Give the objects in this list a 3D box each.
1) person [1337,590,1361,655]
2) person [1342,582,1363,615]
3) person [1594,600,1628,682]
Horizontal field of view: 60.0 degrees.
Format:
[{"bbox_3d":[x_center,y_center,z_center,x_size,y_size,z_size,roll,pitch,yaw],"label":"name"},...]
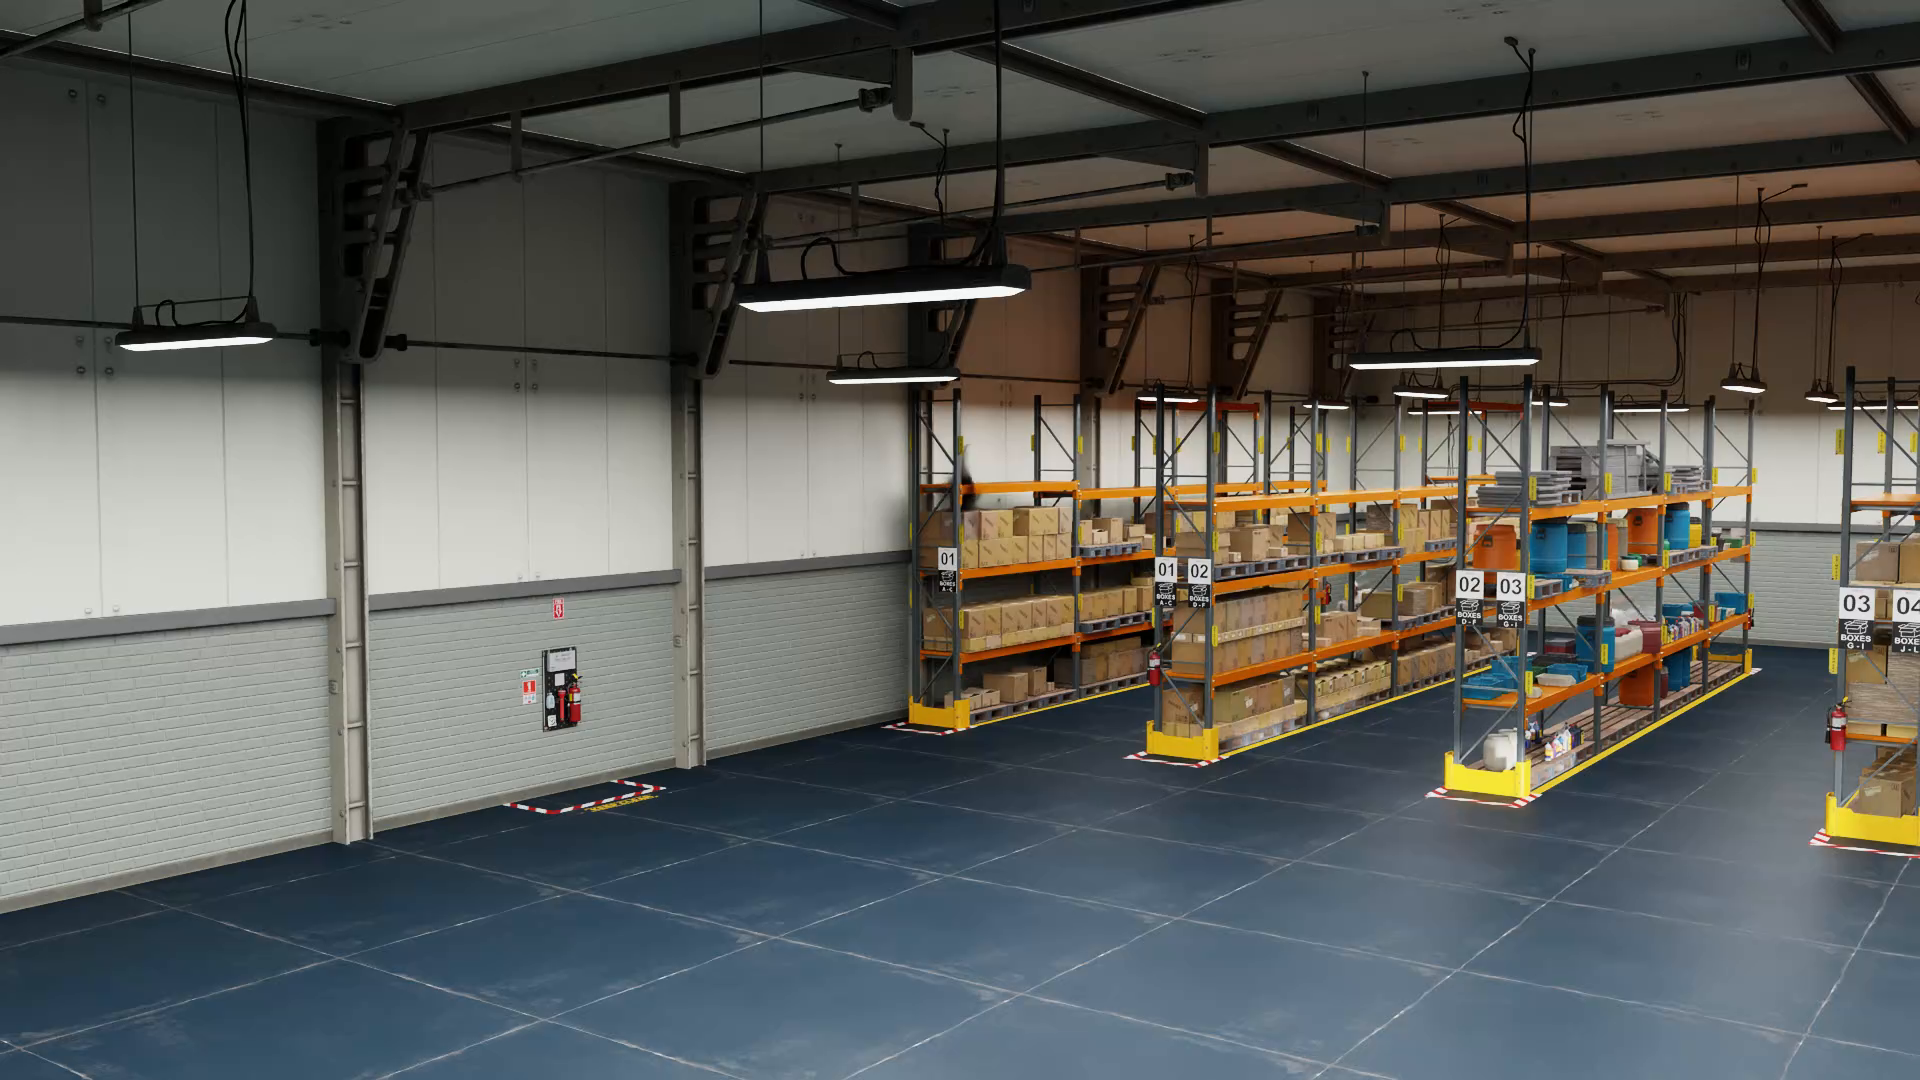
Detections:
[{"bbox_3d":[9.173,1.957,39.097,0.569,1.641,0.954,2,4,27],"label":"person"},{"bbox_3d":[9.581,1.843,40.362,0.643,1.699,0.756,2,4,30],"label":"person"},{"bbox_3d":[13.699,2.117,35.190,0.680,1.780,0.847,3,4,40],"label":"person"}]
